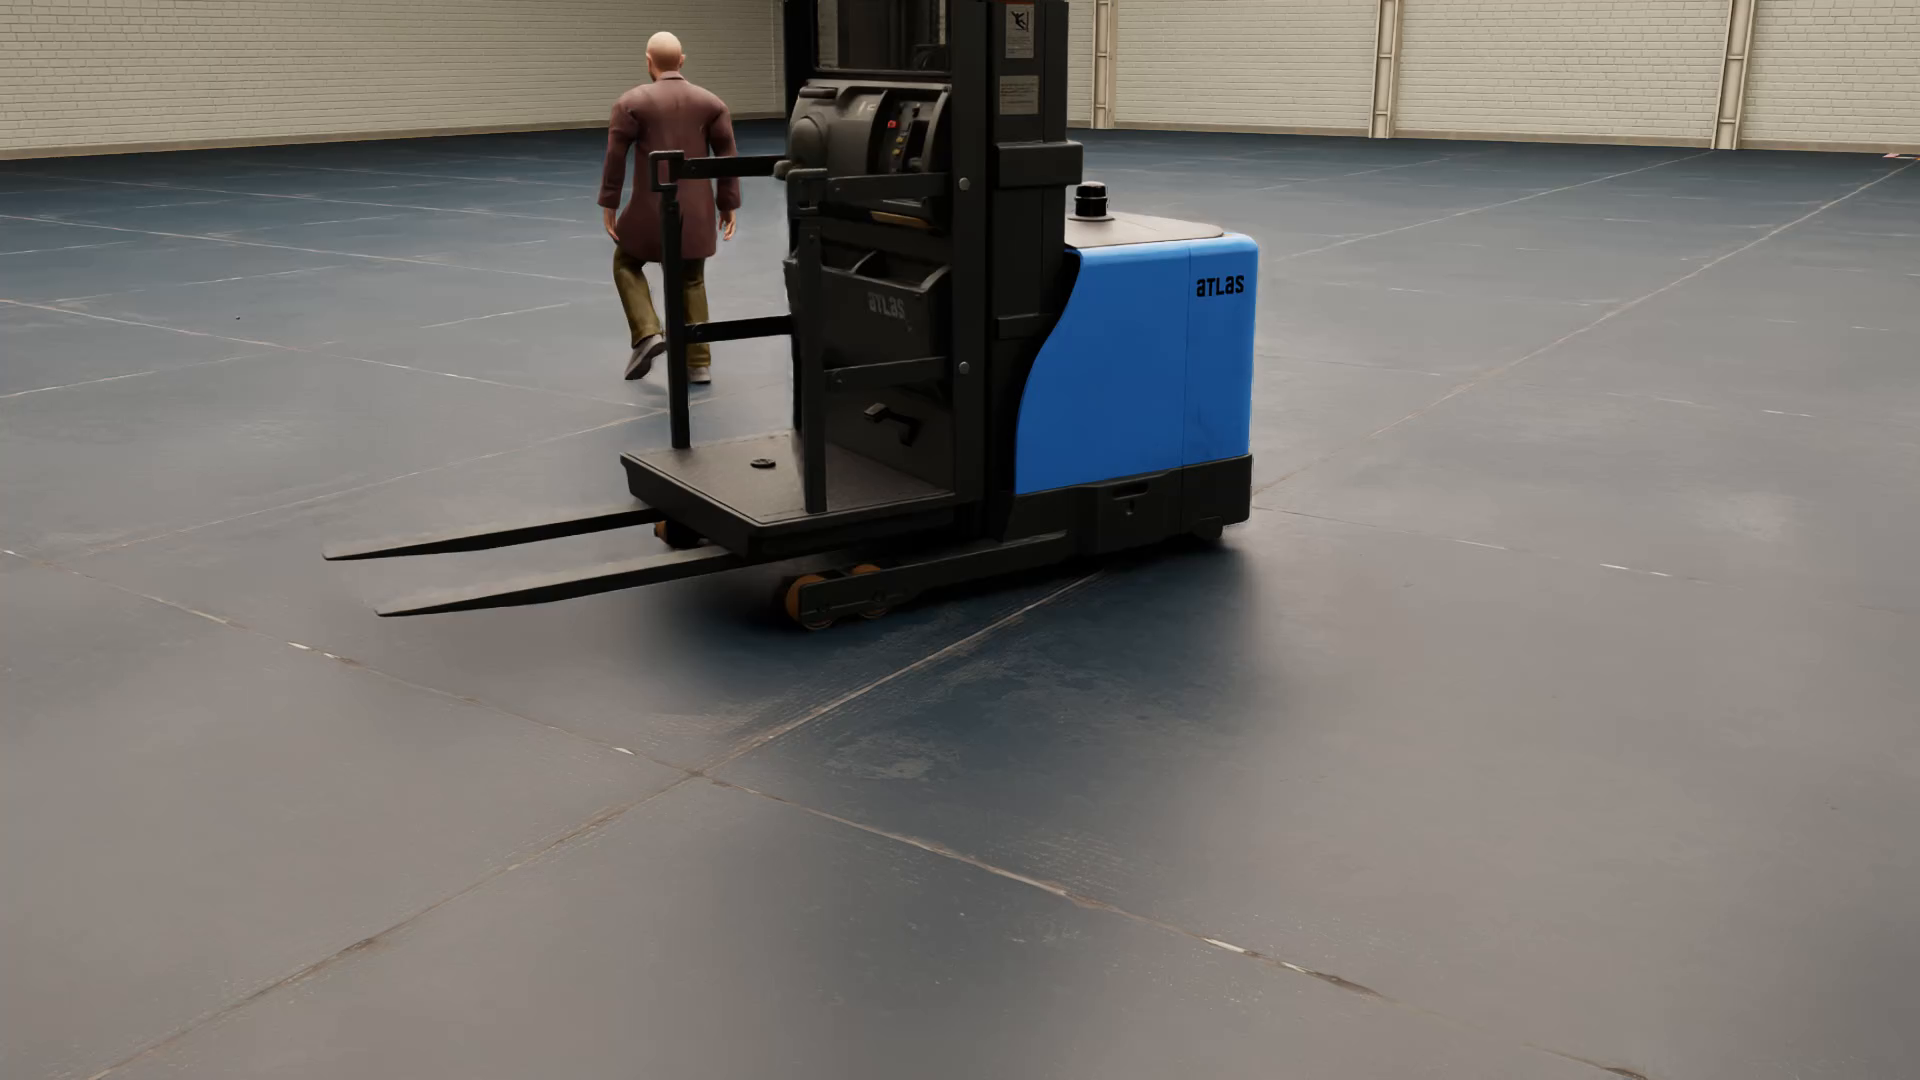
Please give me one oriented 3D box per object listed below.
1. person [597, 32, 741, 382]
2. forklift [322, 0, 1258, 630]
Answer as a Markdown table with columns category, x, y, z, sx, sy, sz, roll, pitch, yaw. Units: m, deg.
| category | x | y | z | sx | sy | sz | roll | pitch | yaw |
| --- | --- | --- | --- | --- | --- | --- | --- | --- | --- |
| person | -1.515 | -1.703 | 8.592 | 0.735 | 1.767 | 0.497 | -8 | 19 | -26 |
| forklift | -0.478 | -1.303 | 5.190 | 3.031 | 2.935 | 1.130 | -10 | 20 | -31 |
